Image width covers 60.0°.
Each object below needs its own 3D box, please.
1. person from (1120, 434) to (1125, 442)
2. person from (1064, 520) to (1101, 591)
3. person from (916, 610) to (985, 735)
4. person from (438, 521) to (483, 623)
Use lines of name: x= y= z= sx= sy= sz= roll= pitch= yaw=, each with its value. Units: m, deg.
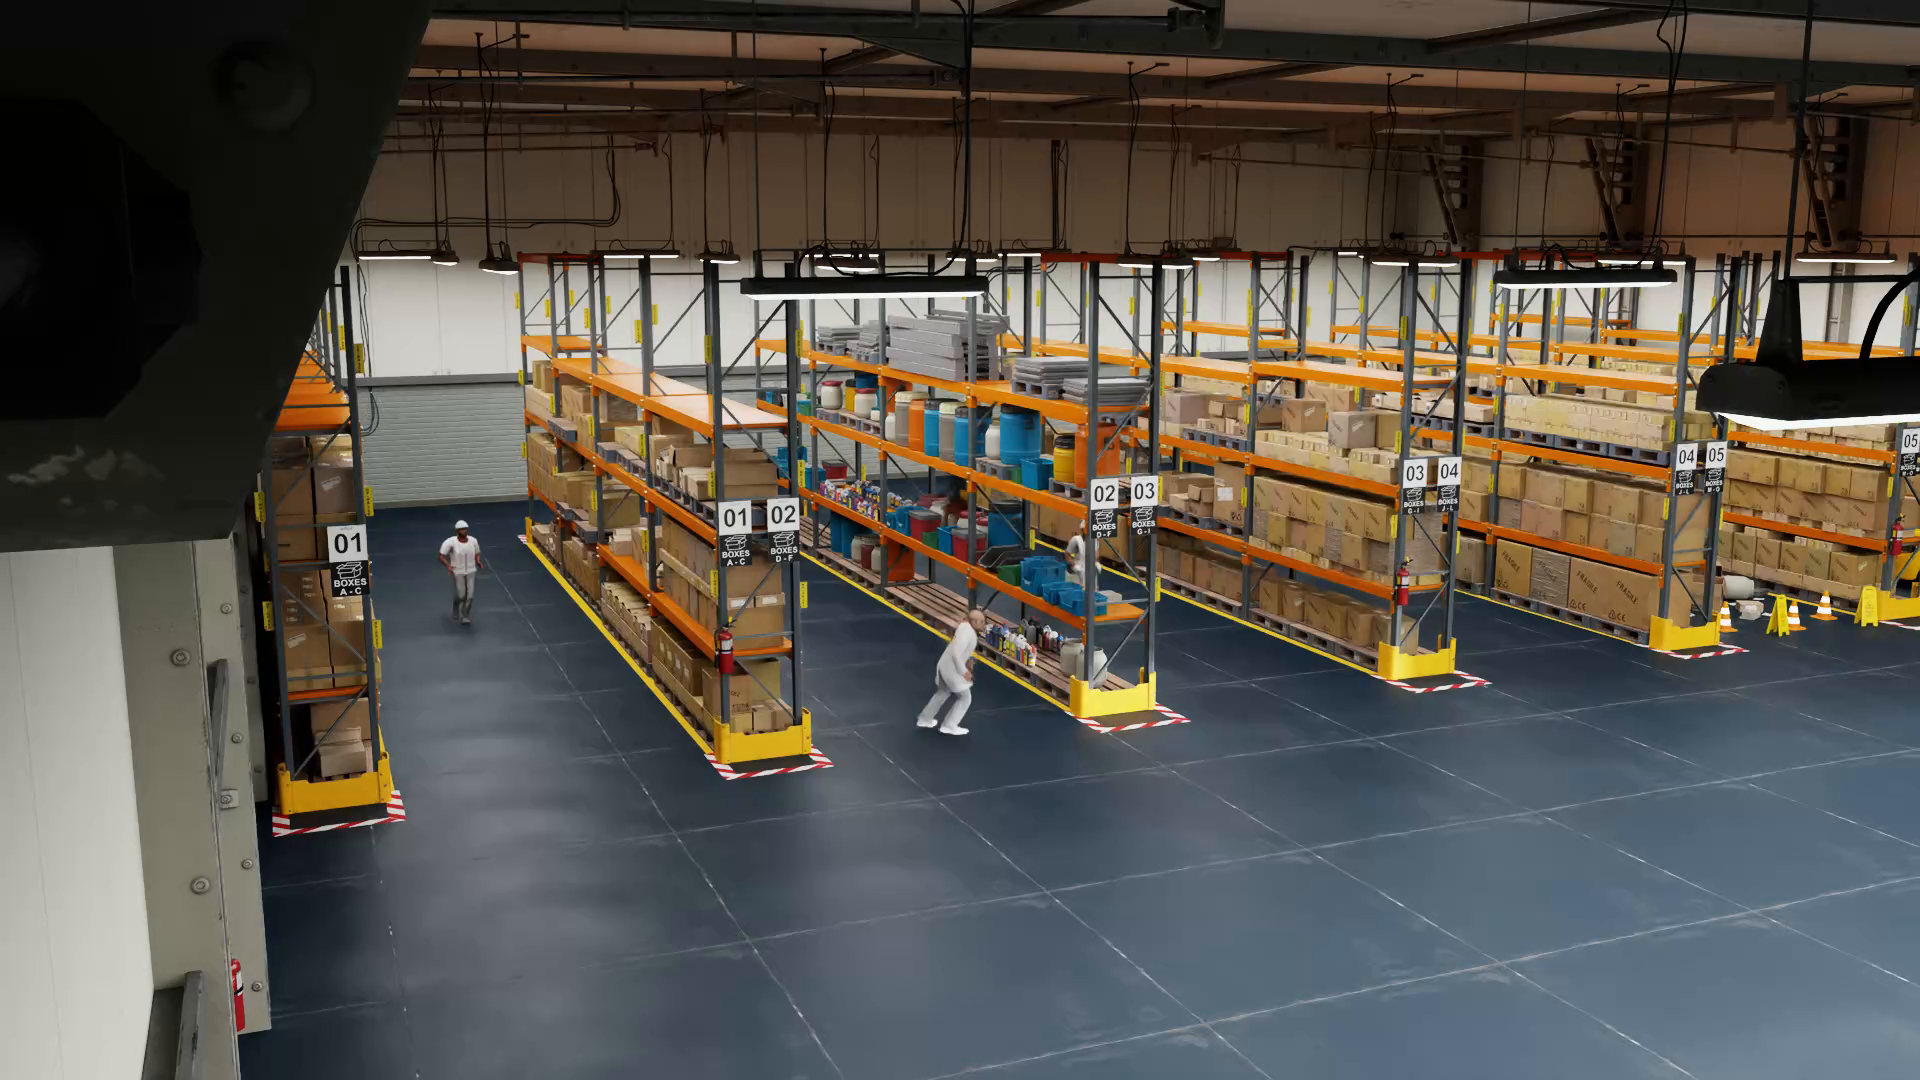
person: x=3.725 y=-1.801 z=40.119 sx=0.612 sy=1.759 sz=0.859 roll=-2 pitch=11 yaw=-11
person: x=2.010 y=0.491 z=27.558 sx=0.696 sy=1.735 sz=0.612 roll=-8 pitch=13 yaw=-38
person: x=-0.125 y=1.692 z=21.314 sx=0.842 sy=1.648 sz=0.749 roll=-2 pitch=11 yaw=-11
person: x=-8.163 y=0.535 z=27.310 sx=0.679 sy=1.725 sz=0.558 roll=-7 pitch=13 yaw=-35
